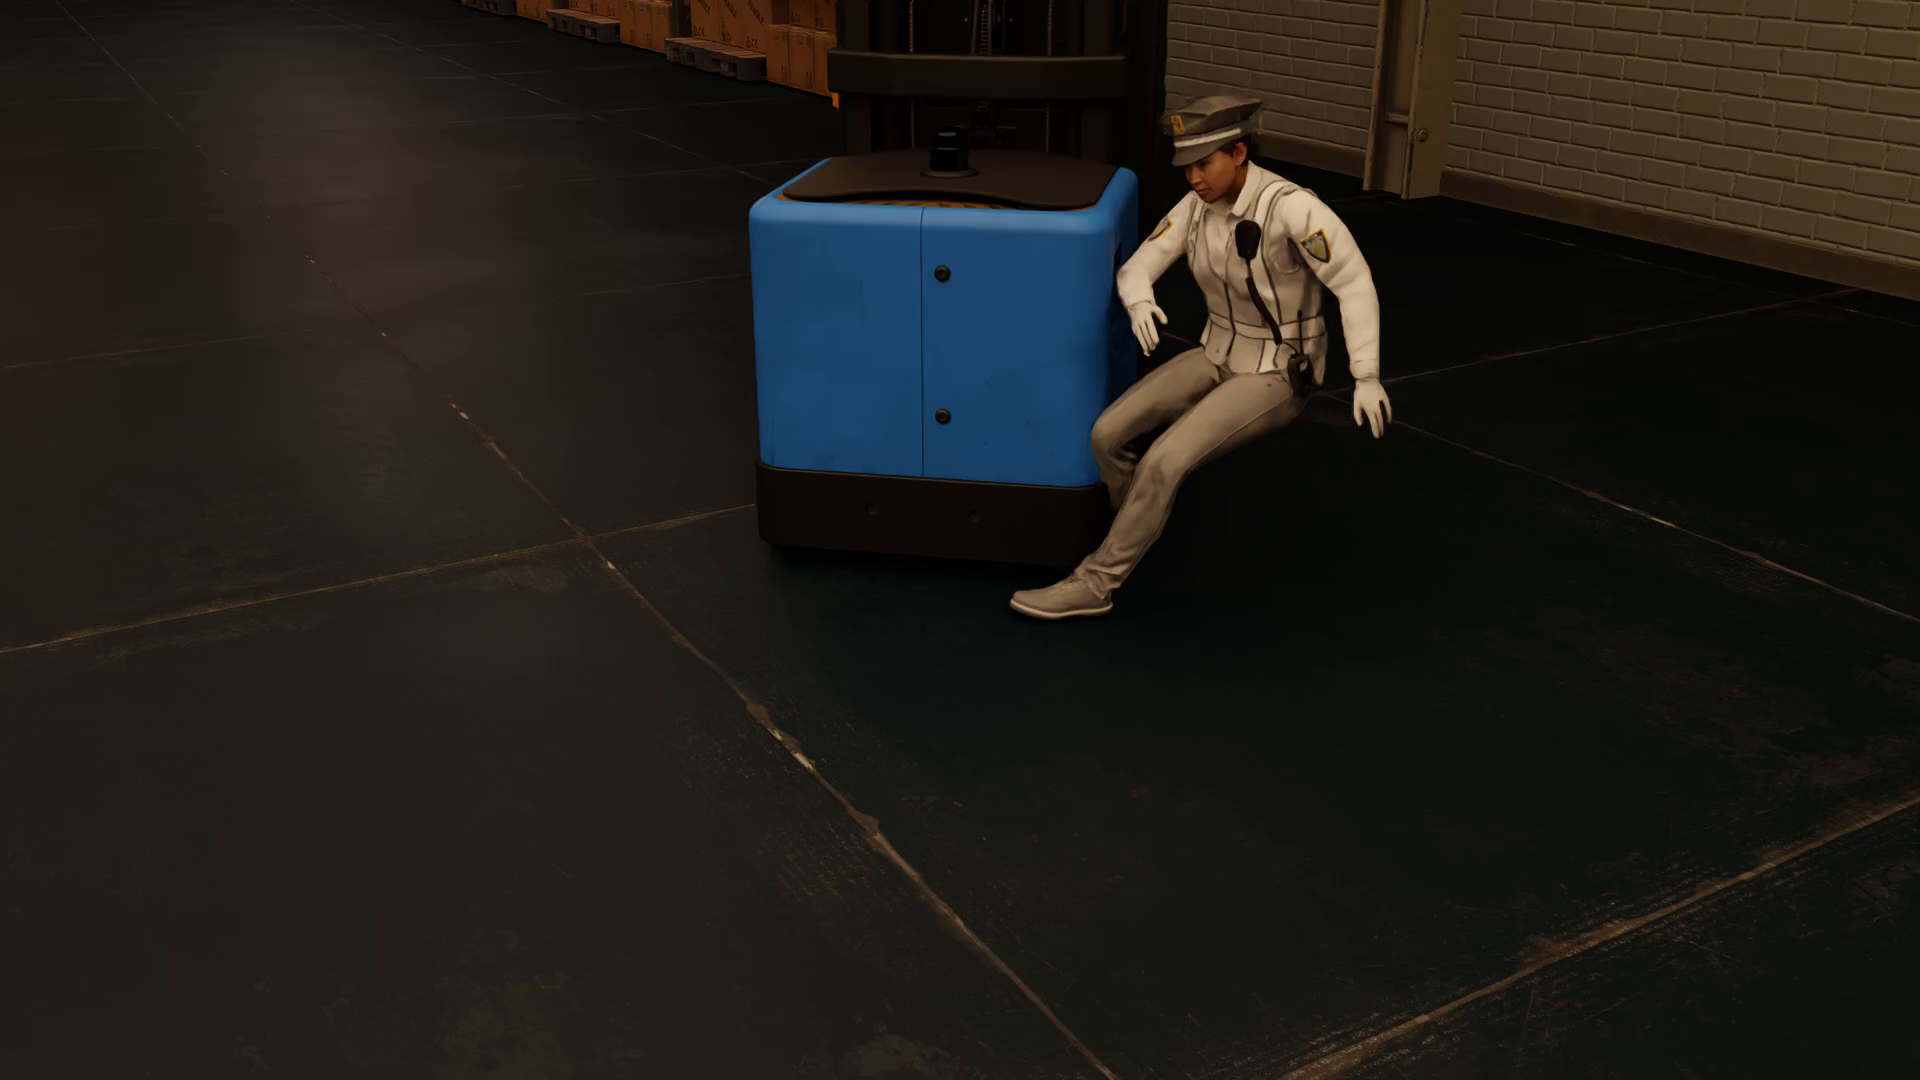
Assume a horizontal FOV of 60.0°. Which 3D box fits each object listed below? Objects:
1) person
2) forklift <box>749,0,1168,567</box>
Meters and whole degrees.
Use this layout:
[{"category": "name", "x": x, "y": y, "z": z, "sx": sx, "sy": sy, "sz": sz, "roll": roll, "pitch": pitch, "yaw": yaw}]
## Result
[{"category": "person", "x": 0.608, "y": -0.429, "z": 4.444, "sx": 0.879, "sy": 1.442, "sz": 0.846, "roll": -15, "pitch": 27, "yaw": -32}, {"category": "forklift", "x": 0.180, "y": -1.806, "z": 5.674, "sx": 1.130, "sy": 2.935, "sz": 3.031, "roll": 4, "pitch": 23, "yaw": 10}]
